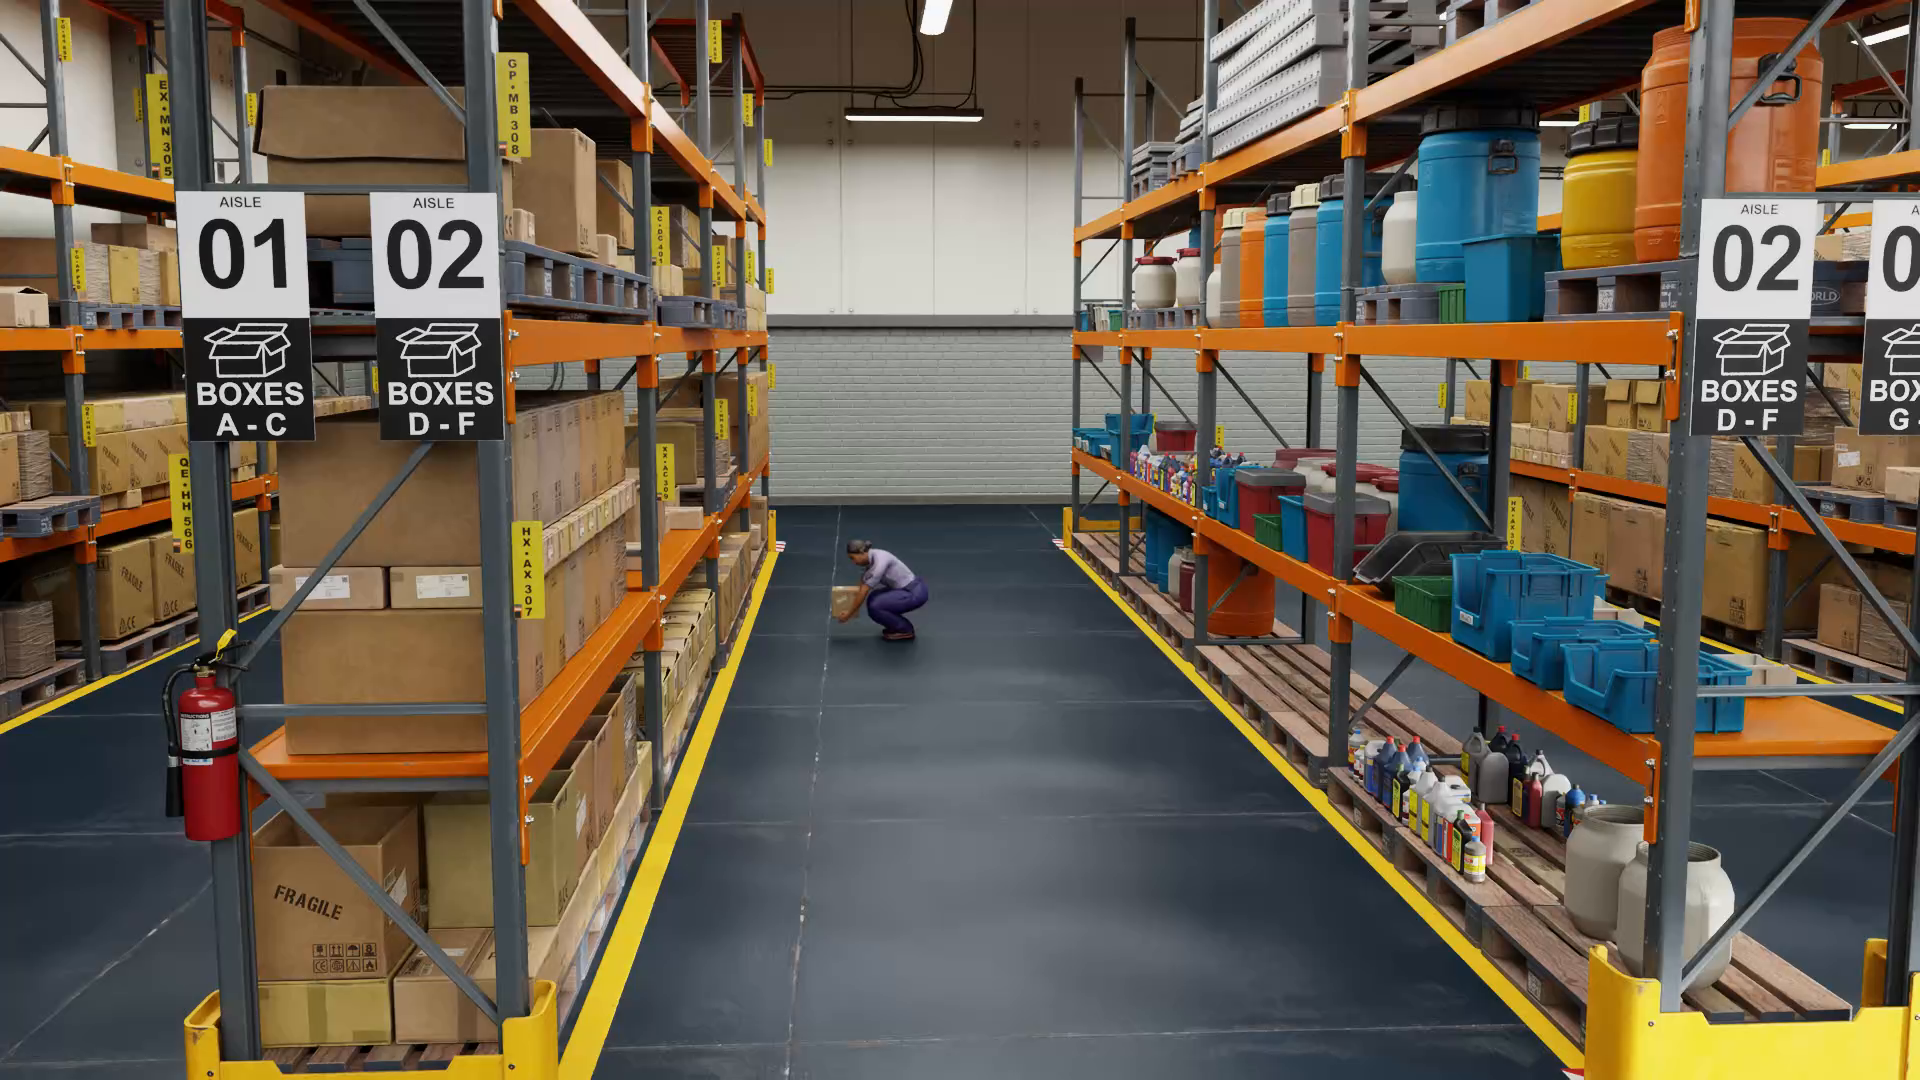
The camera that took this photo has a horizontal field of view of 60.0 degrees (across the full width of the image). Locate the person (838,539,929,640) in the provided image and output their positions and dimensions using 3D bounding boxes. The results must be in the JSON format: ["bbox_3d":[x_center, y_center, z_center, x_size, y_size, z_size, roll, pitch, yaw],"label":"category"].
[{"bbox_3d":[-0.704,0.440,15.256,0.837,0.923,0.529,0,7,-4],"label":"person"}]
